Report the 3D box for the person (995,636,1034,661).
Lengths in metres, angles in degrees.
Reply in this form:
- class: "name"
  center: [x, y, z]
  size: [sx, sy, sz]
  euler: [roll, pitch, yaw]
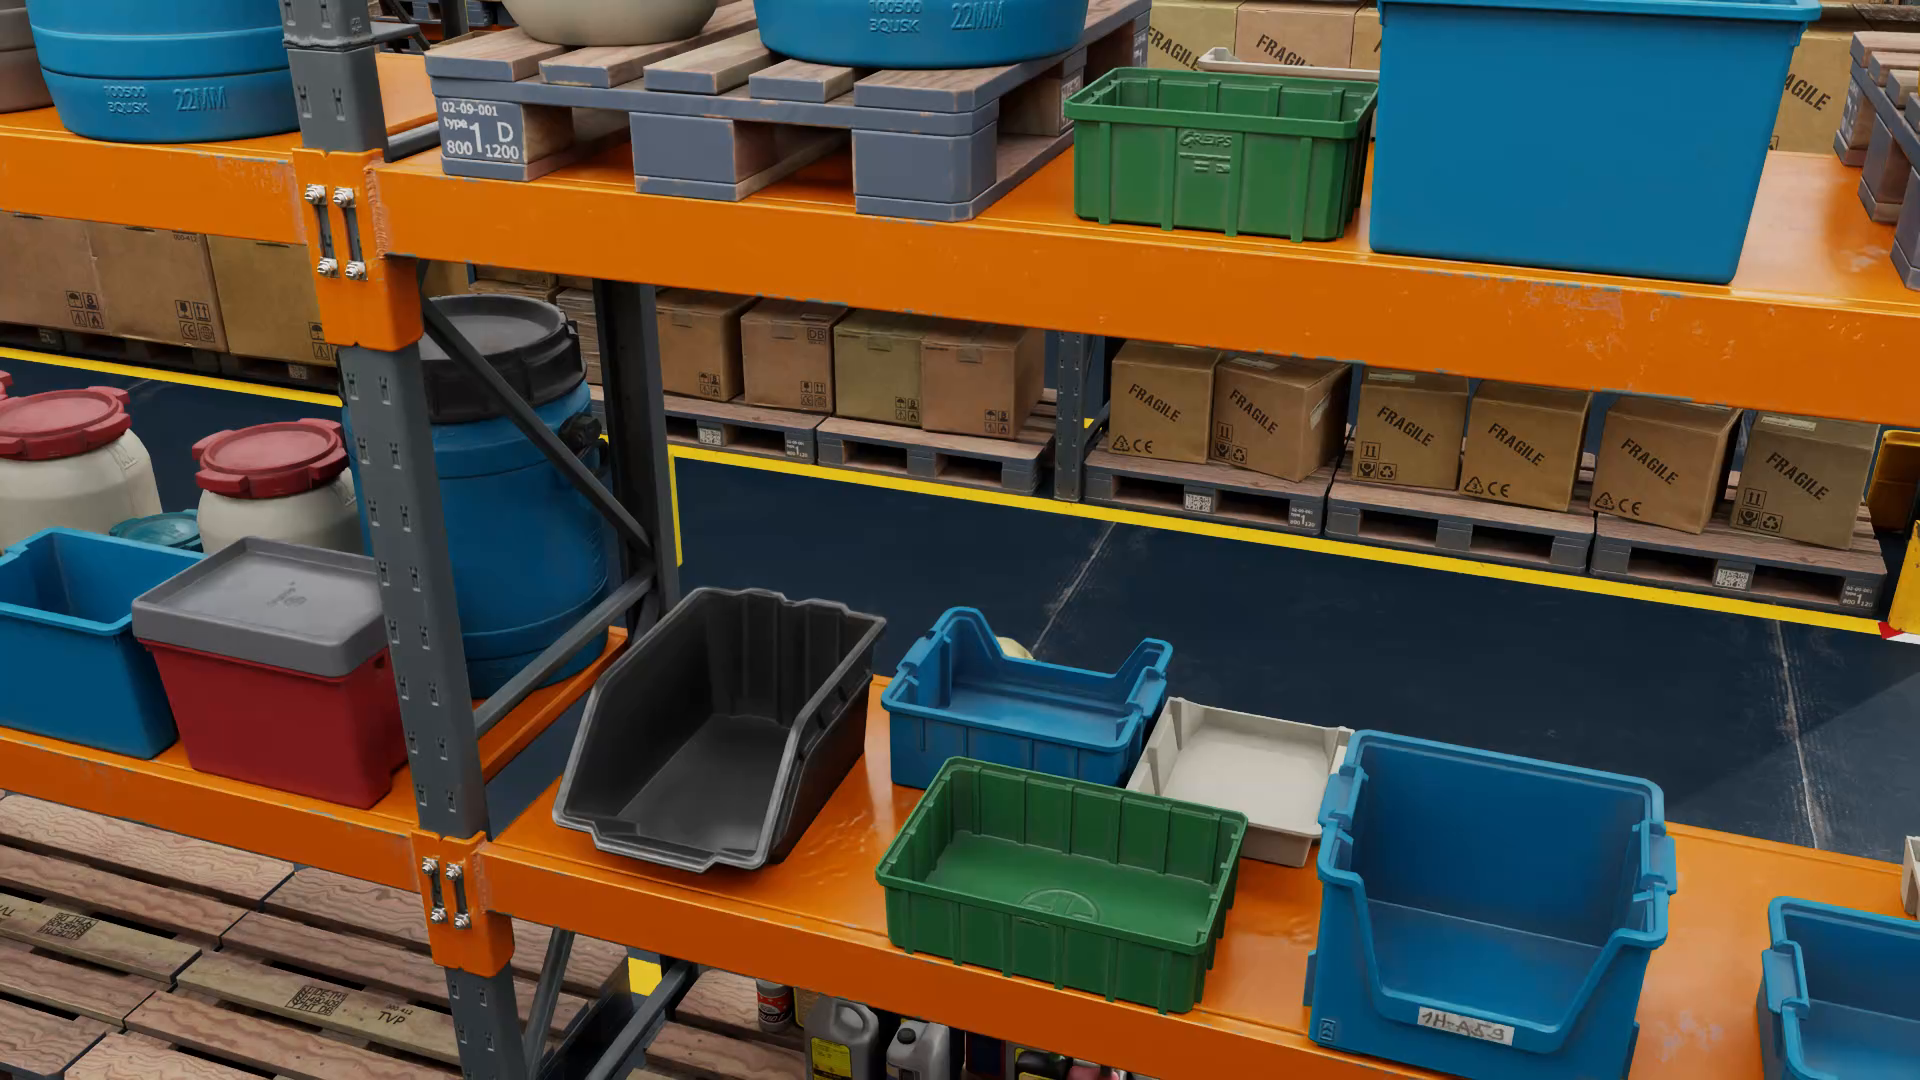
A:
- class: "person"
  center: [0.057, 0.636, 5.797]
  size: [0.485, 0.810, 0.801]
  euler: [9, 27, 18]
